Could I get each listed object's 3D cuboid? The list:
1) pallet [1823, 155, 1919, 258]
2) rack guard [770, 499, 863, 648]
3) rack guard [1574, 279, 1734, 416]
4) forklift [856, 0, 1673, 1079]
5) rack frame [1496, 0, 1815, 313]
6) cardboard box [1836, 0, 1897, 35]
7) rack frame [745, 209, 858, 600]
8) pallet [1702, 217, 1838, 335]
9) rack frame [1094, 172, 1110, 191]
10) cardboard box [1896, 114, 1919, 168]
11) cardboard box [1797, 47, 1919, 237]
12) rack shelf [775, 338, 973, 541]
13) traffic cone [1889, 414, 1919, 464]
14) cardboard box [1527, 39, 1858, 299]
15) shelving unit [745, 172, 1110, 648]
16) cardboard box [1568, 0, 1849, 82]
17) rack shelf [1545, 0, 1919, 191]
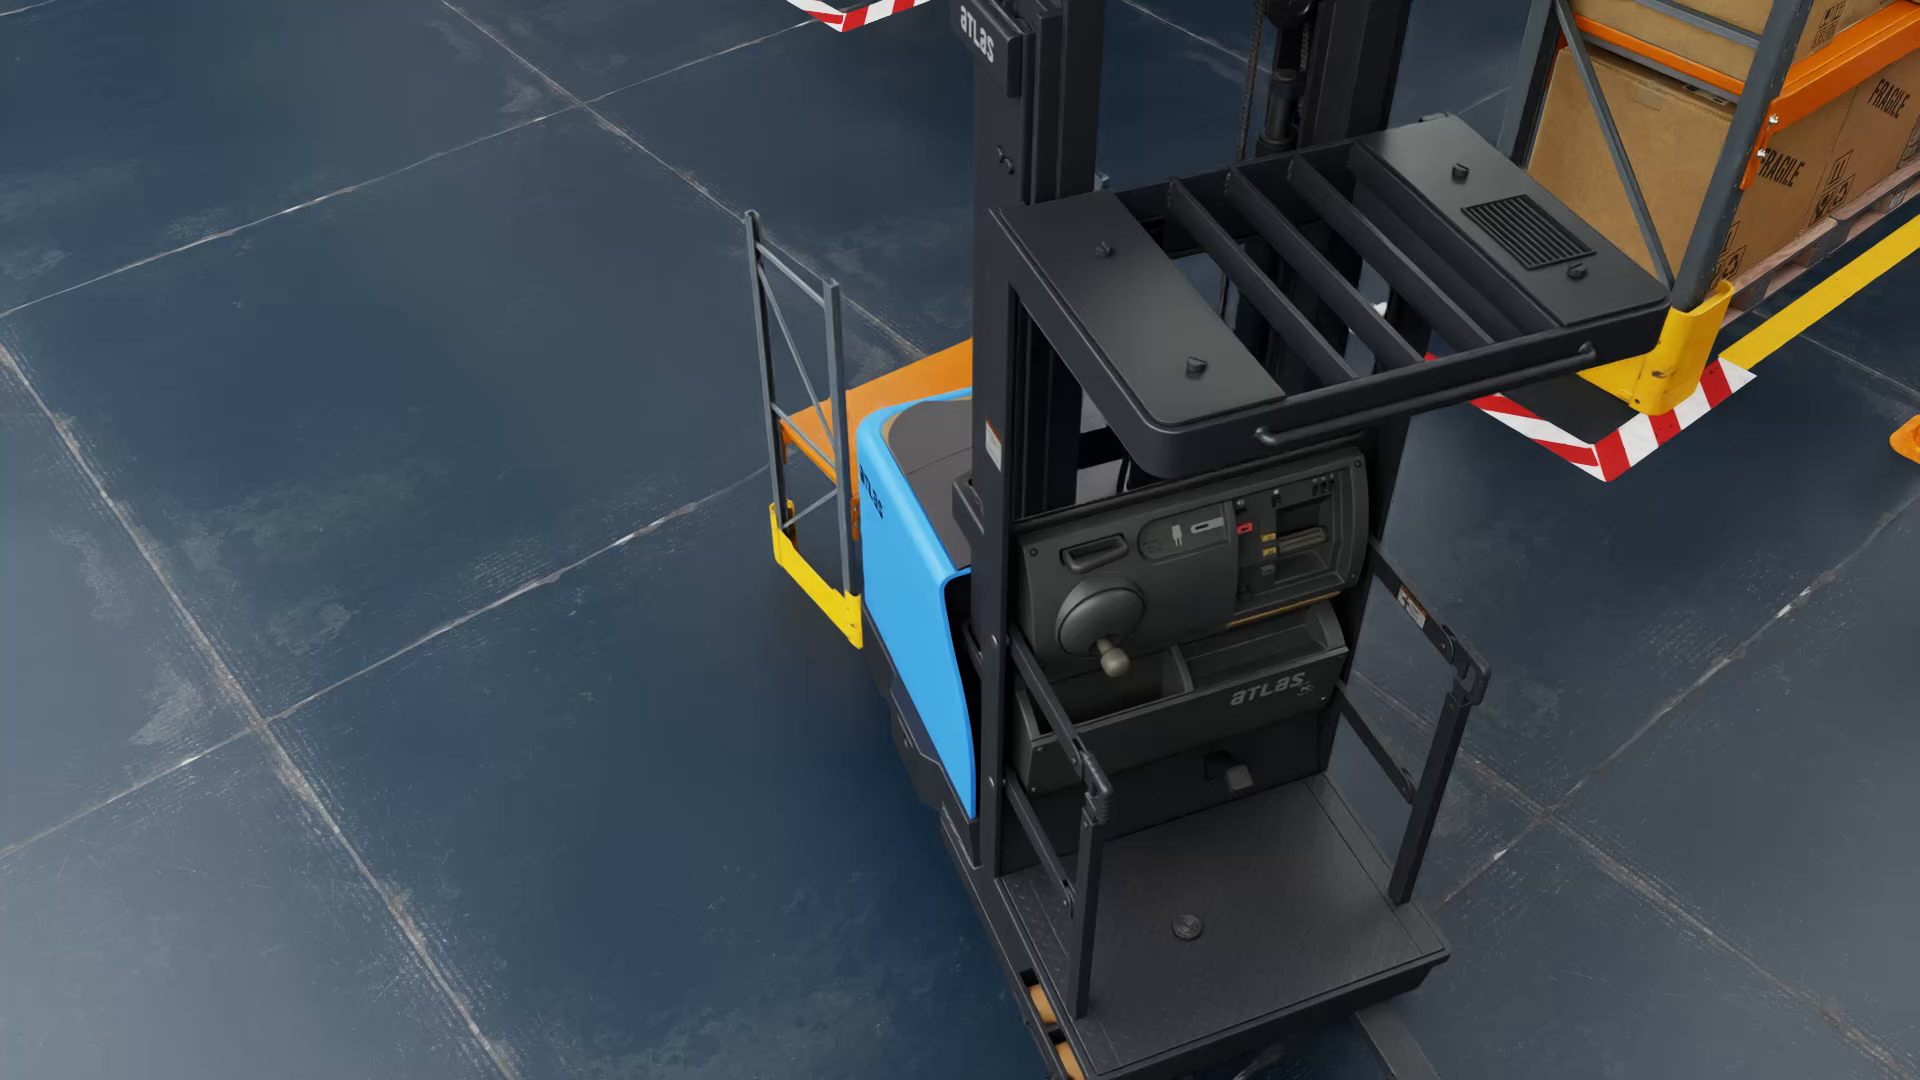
[{"bbox_3d":[4.103,-1.882,8.100,1.213,0.211,1.003,-30,51,-28],"label":"pallet"},{"bbox_3d":[-0.493,0.115,5.945,0.087,0.250,0.587,-26,49,-25],"label":"rack guard"},{"bbox_3d":[2.586,-1.051,7.004,0.348,0.500,1.175,-30,51,-28],"label":"rack guard"},{"bbox_3d":[0.672,0.146,3.953,1.130,2.935,3.031,-15,45,-15],"label":"forklift"},{"bbox_3d":[2.604,-1.973,6.160,0.127,3.000,1.000,-30,51,-28],"label":"rack frame"},{"bbox_3d":[3.268,-2.468,6.577,0.550,0.550,0.875,-30,51,-28],"label":"cardboard box"},{"bbox_3d":[-0.509,-0.333,5.509,0.032,1.500,0.500,-26,49,-25],"label":"rack frame"},{"bbox_3d":[3.168,-1.349,7.532,1.213,0.211,1.003,-30,51,-28],"label":"pallet"},{"bbox_3d":[0.319,-0.737,5.939,0.032,1.500,0.500,-26,49,-25],"label":"rack frame"},{"bbox_3d":[4.456,-2.471,7.935,0.875,0.875,0.875,-29,51,-28],"label":"cardboard box"},{"bbox_3d":[3.756,-2.072,7.510,0.875,0.875,0.875,-31,51,-28],"label":"cardboard box"},{"bbox_3d":[-0.095,-0.403,5.847,1.000,0.185,0.538,-26,49,-25],"label":"rack shelf"},{"bbox_3d":[3.923,-0.536,6.483,0.334,0.463,0.336,-30,51,-28],"label":"traffic cone"},{"bbox_3d":[3.082,-1.684,7.098,0.875,0.875,0.875,-29,51,-28],"label":"cardboard box"},{"bbox_3d":[-0.088,-0.538,5.727,1.083,1.500,0.587,-26,49,-25],"label":"shelving unit"},{"bbox_3d":[2.860,-2.215,6.307,0.550,0.550,0.875,-30,51,-28],"label":"cardboard box"},{"bbox_3d":[4.138,-2.589,7.341,4.000,0.370,1.077,-30,51,-28],"label":"rack shelf"}]
